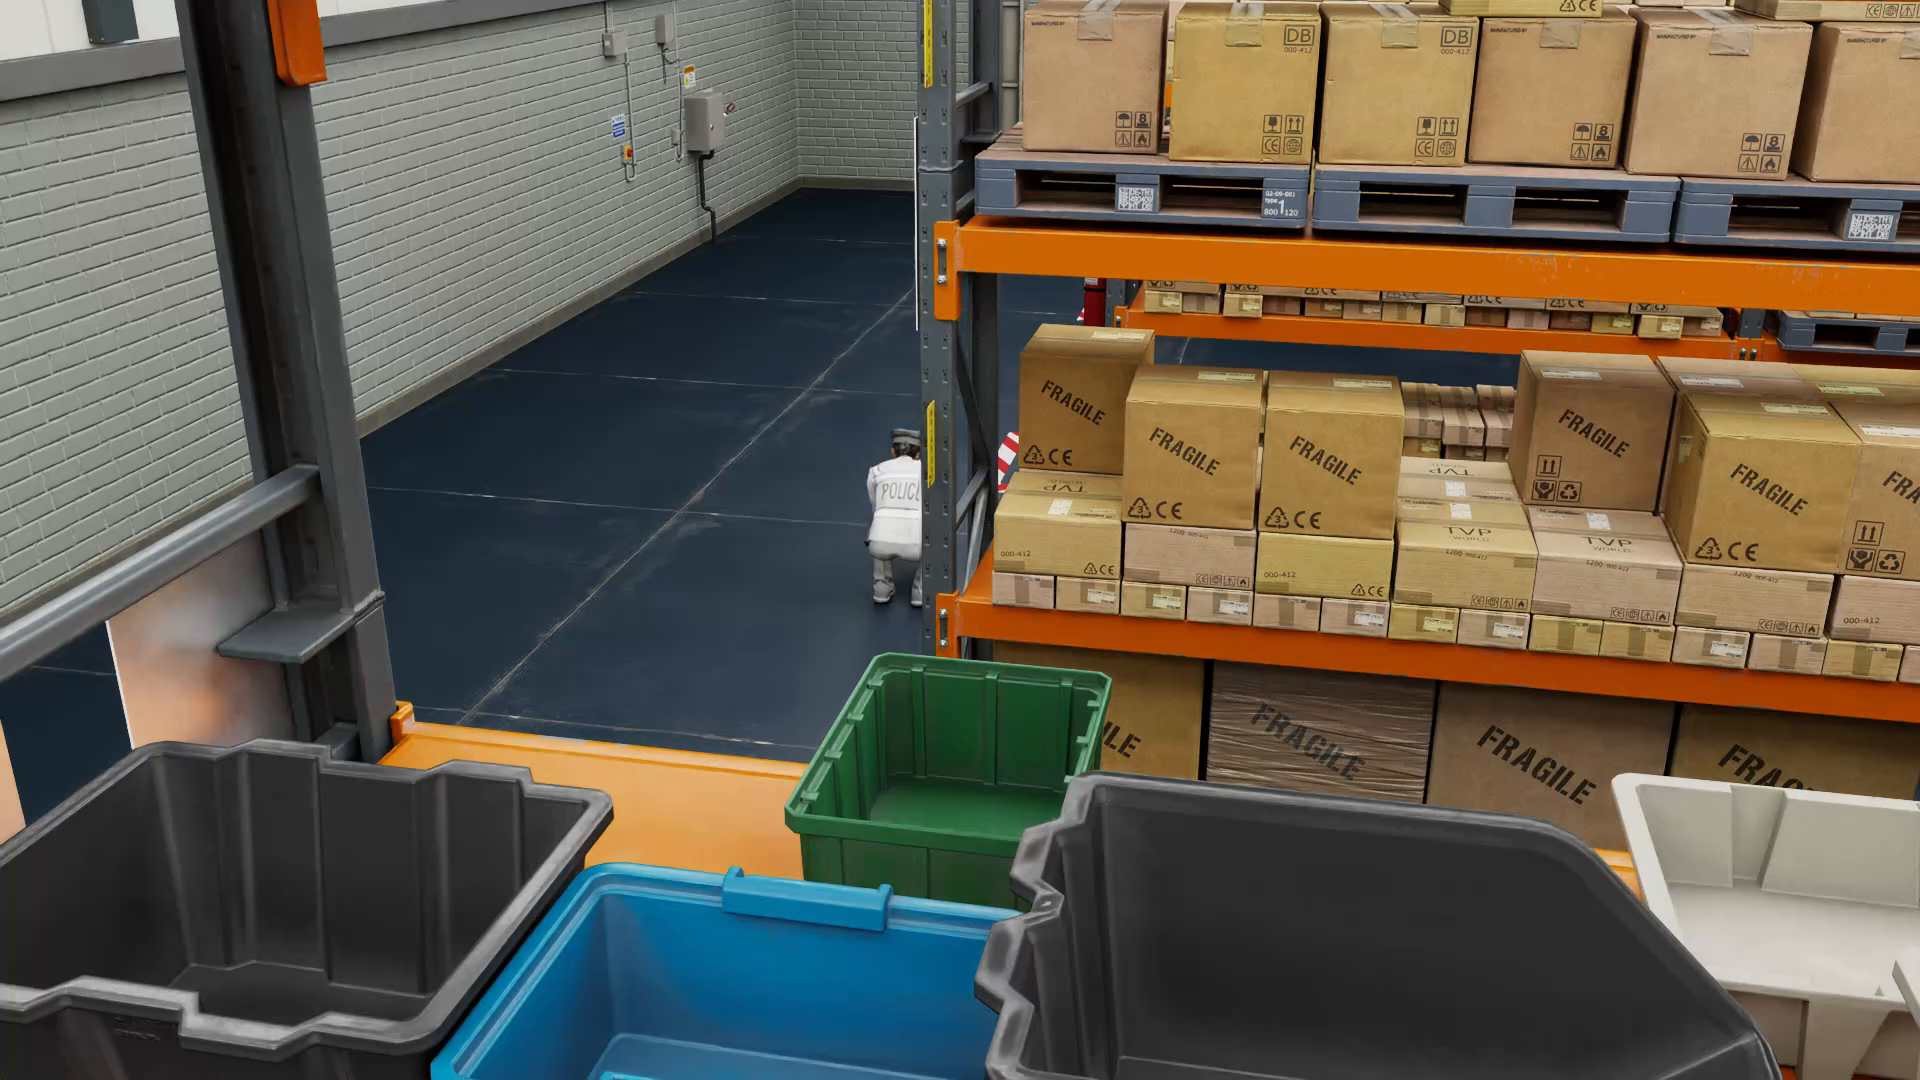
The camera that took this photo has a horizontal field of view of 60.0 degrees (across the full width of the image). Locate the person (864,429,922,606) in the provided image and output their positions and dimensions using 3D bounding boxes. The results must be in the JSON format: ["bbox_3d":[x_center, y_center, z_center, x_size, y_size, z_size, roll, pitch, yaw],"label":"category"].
[{"bbox_3d":[-0.320,-0.143,9.911,0.501,0.961,0.823,4,22,11],"label":"person"}]
